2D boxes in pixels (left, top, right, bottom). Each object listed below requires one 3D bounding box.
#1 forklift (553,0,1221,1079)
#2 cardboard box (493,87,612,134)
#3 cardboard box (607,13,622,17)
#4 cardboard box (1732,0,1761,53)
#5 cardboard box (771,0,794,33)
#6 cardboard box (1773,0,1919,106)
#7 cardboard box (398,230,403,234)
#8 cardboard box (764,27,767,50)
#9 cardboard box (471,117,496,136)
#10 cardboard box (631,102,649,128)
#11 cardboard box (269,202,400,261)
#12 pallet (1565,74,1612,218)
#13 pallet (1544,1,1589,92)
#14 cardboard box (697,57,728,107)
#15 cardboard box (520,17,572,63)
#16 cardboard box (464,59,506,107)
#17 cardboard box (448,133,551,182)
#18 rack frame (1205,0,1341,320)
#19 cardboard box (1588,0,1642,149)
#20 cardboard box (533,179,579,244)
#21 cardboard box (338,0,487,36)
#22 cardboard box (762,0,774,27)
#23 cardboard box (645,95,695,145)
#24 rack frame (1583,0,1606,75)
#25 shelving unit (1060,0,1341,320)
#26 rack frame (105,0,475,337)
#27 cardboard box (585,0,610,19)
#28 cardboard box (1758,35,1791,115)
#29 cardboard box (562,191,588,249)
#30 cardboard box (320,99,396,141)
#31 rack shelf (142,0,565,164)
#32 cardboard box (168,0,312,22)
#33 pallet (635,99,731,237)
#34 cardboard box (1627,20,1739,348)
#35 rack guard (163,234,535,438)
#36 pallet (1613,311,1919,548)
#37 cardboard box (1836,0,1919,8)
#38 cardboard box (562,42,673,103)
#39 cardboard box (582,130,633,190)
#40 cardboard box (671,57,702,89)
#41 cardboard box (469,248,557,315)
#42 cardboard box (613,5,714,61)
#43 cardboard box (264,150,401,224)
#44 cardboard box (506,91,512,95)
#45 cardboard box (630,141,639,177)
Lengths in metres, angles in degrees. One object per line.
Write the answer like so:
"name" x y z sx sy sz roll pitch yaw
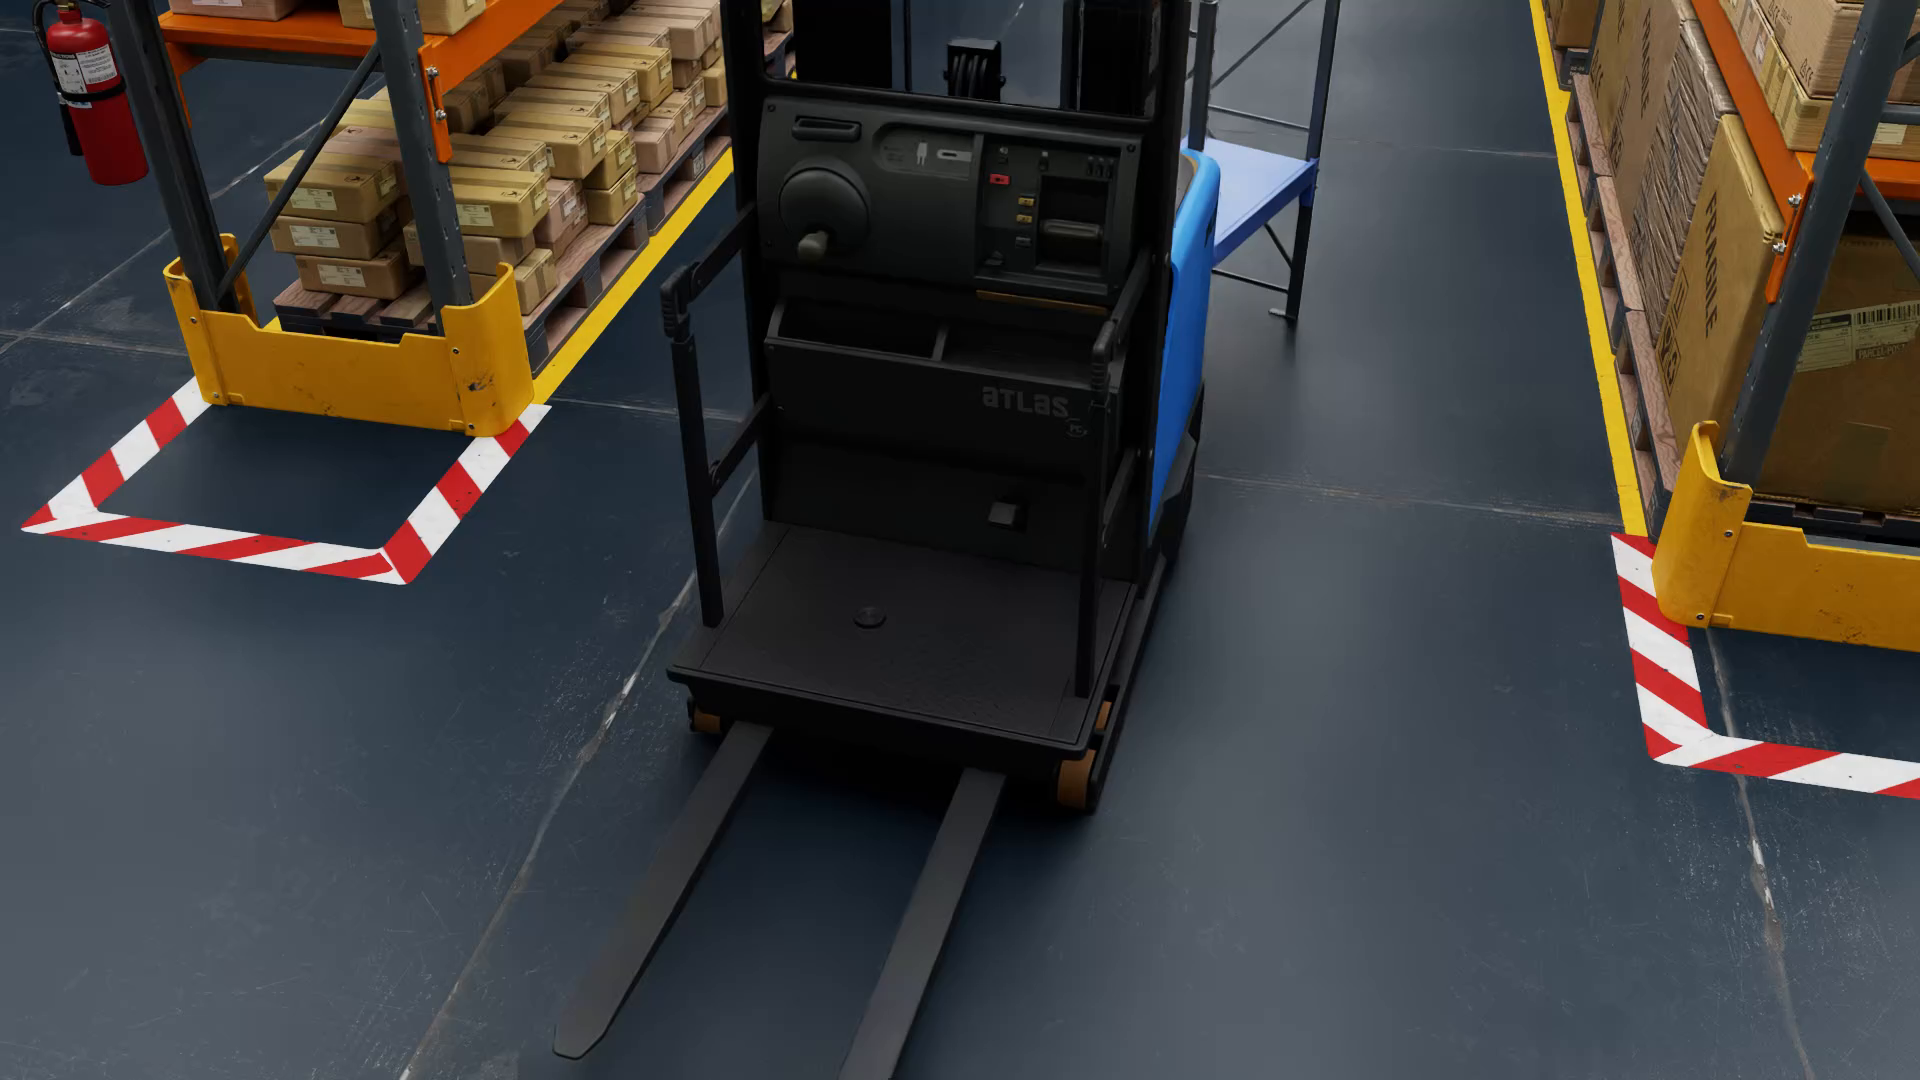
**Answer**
"forklift" -0.096 -0.751 3.789 1.130 2.935 3.031 10 37 13
"cardboard box" -1.600 -1.657 6.545 0.380 0.149 0.250 6 36 8
"cardboard box" -1.716 -2.495 7.955 0.380 0.149 0.250 6 36 8
"cardboard box" 2.605 -1.589 5.101 0.380 0.149 0.250 8 37 11
"cardboard box" -1.033 -2.730 8.532 0.380 0.149 0.250 8 37 11
"cardboard box" 2.532 -1.380 4.472 0.500 0.250 0.500 7 36 9
"cardboard box" -2.272 -1.192 6.411 0.380 0.149 0.250 8 37 11
"cardboard box" -1.164 -2.432 8.121 0.380 0.149 0.250 6 36 8
"cardboard box" -2.035 -1.602 6.723 0.380 0.149 0.250 7 37 9
"cardboard box" -1.552 -1.853 7.068 0.380 0.149 0.250 9 37 12
"cardboard box" -2.302 -1.163 6.117 0.380 0.149 0.250 6 36 9
"pallet" 3.303 -1.747 7.481 1.003 0.211 1.213 7 37 10
"pallet" 3.633 -2.625 8.692 1.003 0.211 1.213 7 37 10
"cardboard box" -1.254 -2.137 7.713 0.380 0.149 0.250 7 37 10
"cardboard box" -1.917 -2.174 7.258 0.380 0.149 0.250 7 37 10
"cardboard box" -2.110 -1.883 6.857 0.380 0.149 0.250 9 37 12
"cardboard box" -1.751 -1.376 6.157 0.380 0.149 0.250 8 37 11
"rack frame" 1.093 -1.544 6.102 0.500 1.500 0.032 21 41 26
"cardboard box" 3.323 -2.244 7.242 0.875 0.875 0.875 7 37 10
"cardboard box" -1.660 -1.243 6.227 0.380 0.149 0.250 7 37 10
"cardboard box" -1.747 -1.732 5.297 0.380 0.149 0.250 7 37 10
"cardboard box" -1.124 -2.585 8.079 0.380 0.149 0.250 6 36 8
"cardboard box" -1.394 -1.853 7.322 0.380 0.149 0.250 7 37 10
"rack frame" 3.542 -3.302 7.250 1.000 3.000 0.127 7 37 10
"shelving unit" 0.815 -1.294 5.757 0.538 1.500 1.048 21 41 26
"rack frame" -2.136 -1.689 5.024 1.000 3.000 0.127 7 37 10
"cardboard box" -1.848 -2.477 7.676 0.380 0.149 0.250 8 37 11
"cardboard box" 2.496 -1.302 4.704 0.380 0.149 0.250 8 37 10
"cardboard box" -1.690 -1.268 6.515 0.380 0.149 0.250 8 37 10
"cardboard box" -2.230 -1.582 6.441 0.380 0.149 0.250 7 36 9
"rack shelf" -1.709 -2.544 6.817 1.077 0.370 4.000 7 37 10
"cardboard box" -2.343 -1.809 5.404 0.380 0.149 0.250 7 37 10
"pallet" -1.649 -1.762 7.501 1.003 0.211 1.213 7 37 10
"cardboard box" 2.940 -1.217 5.826 0.875 0.875 0.875 7 37 10
"rack guard" -2.120 -0.720 5.818 1.175 0.500 0.348 7 37 10
"pallet" 2.782 -0.348 5.551 1.003 0.211 1.213 7 37 10
"cardboard box" 2.535 -1.685 4.254 0.500 0.500 0.500 8 37 11
"cardboard box" -1.431 -1.960 6.963 0.380 0.149 0.250 8 37 11
"cardboard box" -1.533 -1.528 6.620 0.380 0.149 0.250 8 37 11
"cardboard box" -1.386 -2.154 7.484 0.380 0.149 0.250 6 36 8
"cardboard box" -1.712 -0.965 6.096 0.380 0.149 0.250 8 37 11
"cardboard box" -1.311 -2.245 7.356 0.380 0.149 0.250 6 36 8
"cardboard box" -2.271 -1.281 6.025 0.380 0.149 0.250 8 37 11
"cardboard box" -2.022 -1.904 7.140 0.380 0.149 0.250 9 37 12
"cardboard box" -1.566 -1.559 6.917 0.380 0.149 0.250 7 37 10
